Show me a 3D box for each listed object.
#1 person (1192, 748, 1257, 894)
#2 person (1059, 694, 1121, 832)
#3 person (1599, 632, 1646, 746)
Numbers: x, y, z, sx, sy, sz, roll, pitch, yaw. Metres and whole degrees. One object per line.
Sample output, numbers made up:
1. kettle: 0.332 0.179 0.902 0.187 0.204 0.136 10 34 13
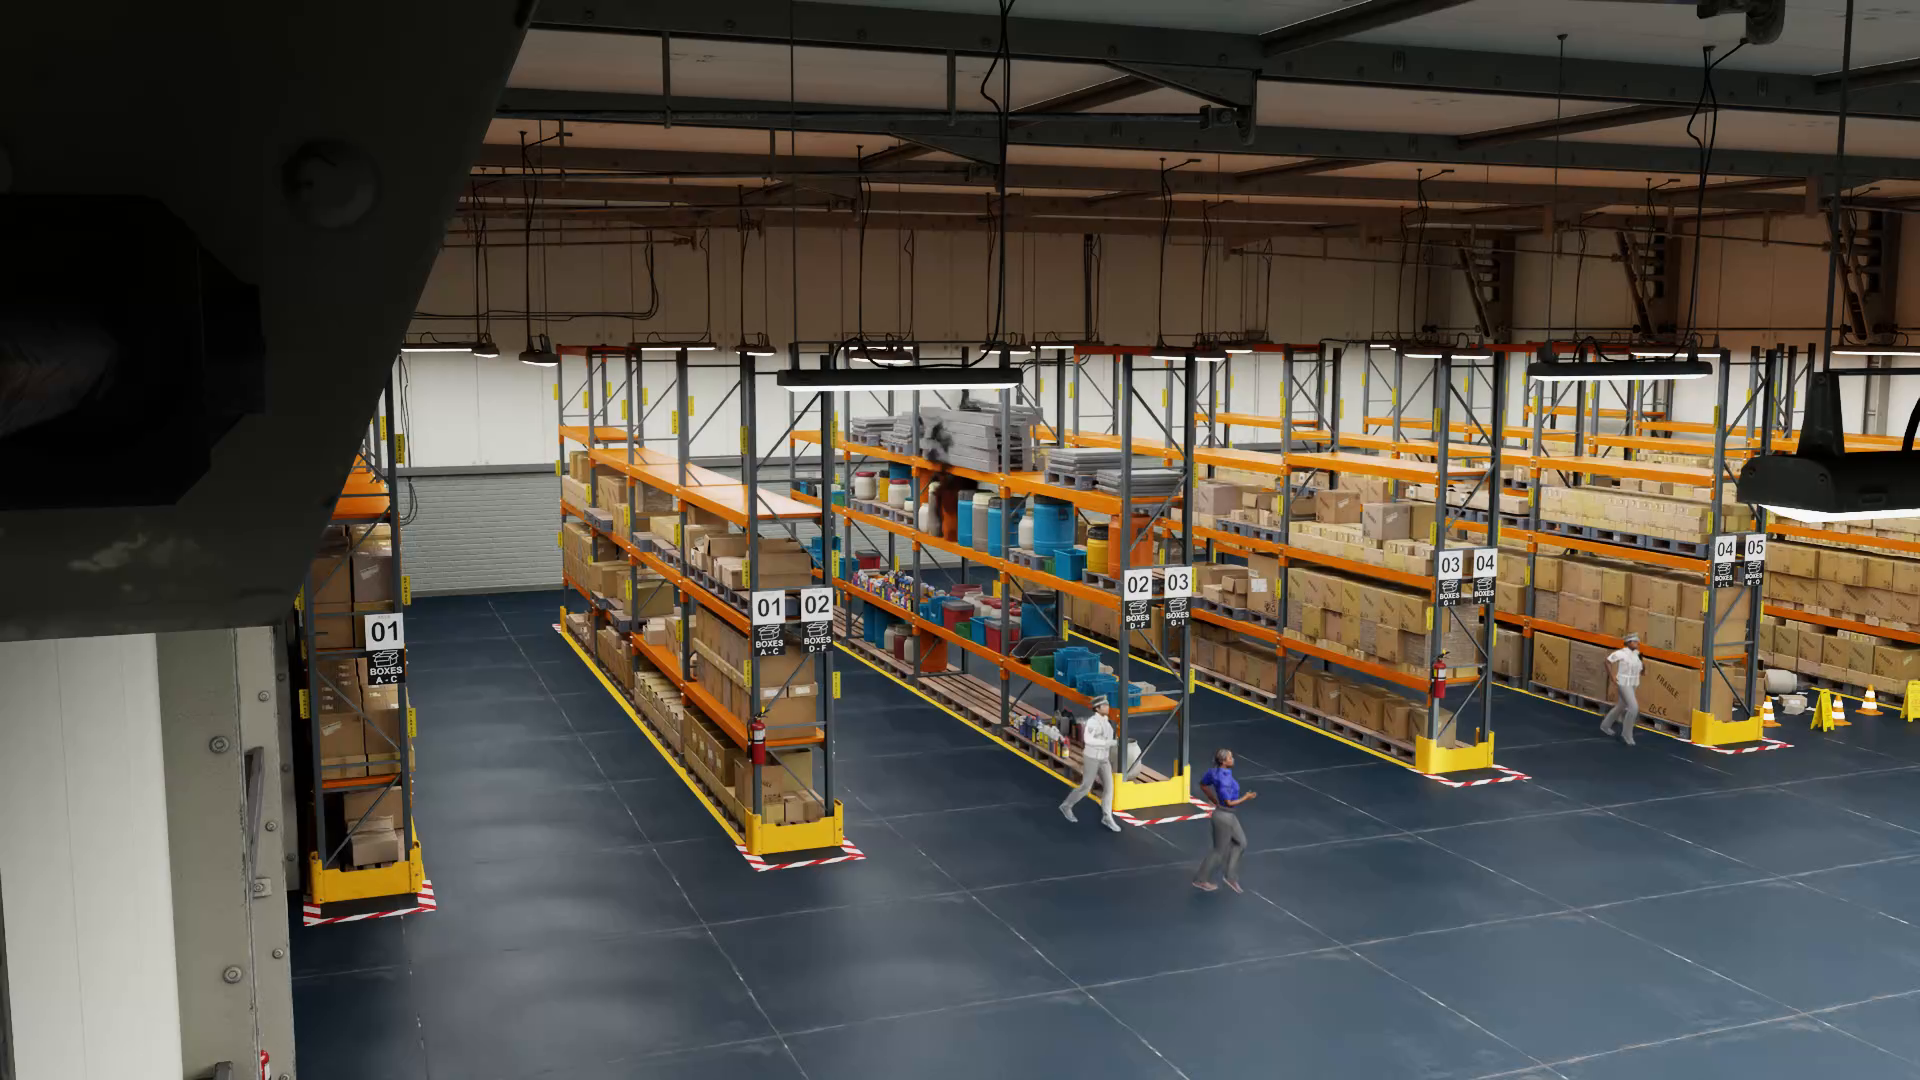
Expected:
1. person: 2.961 3.164 18.614 0.702 1.713 0.555 0 7 4
2. person: 1.720 2.809 21.217 0.837 1.723 0.622 5 9 33
3. person: 10.238 2.268 25.599 0.549 1.745 0.717 -5 9 -35
